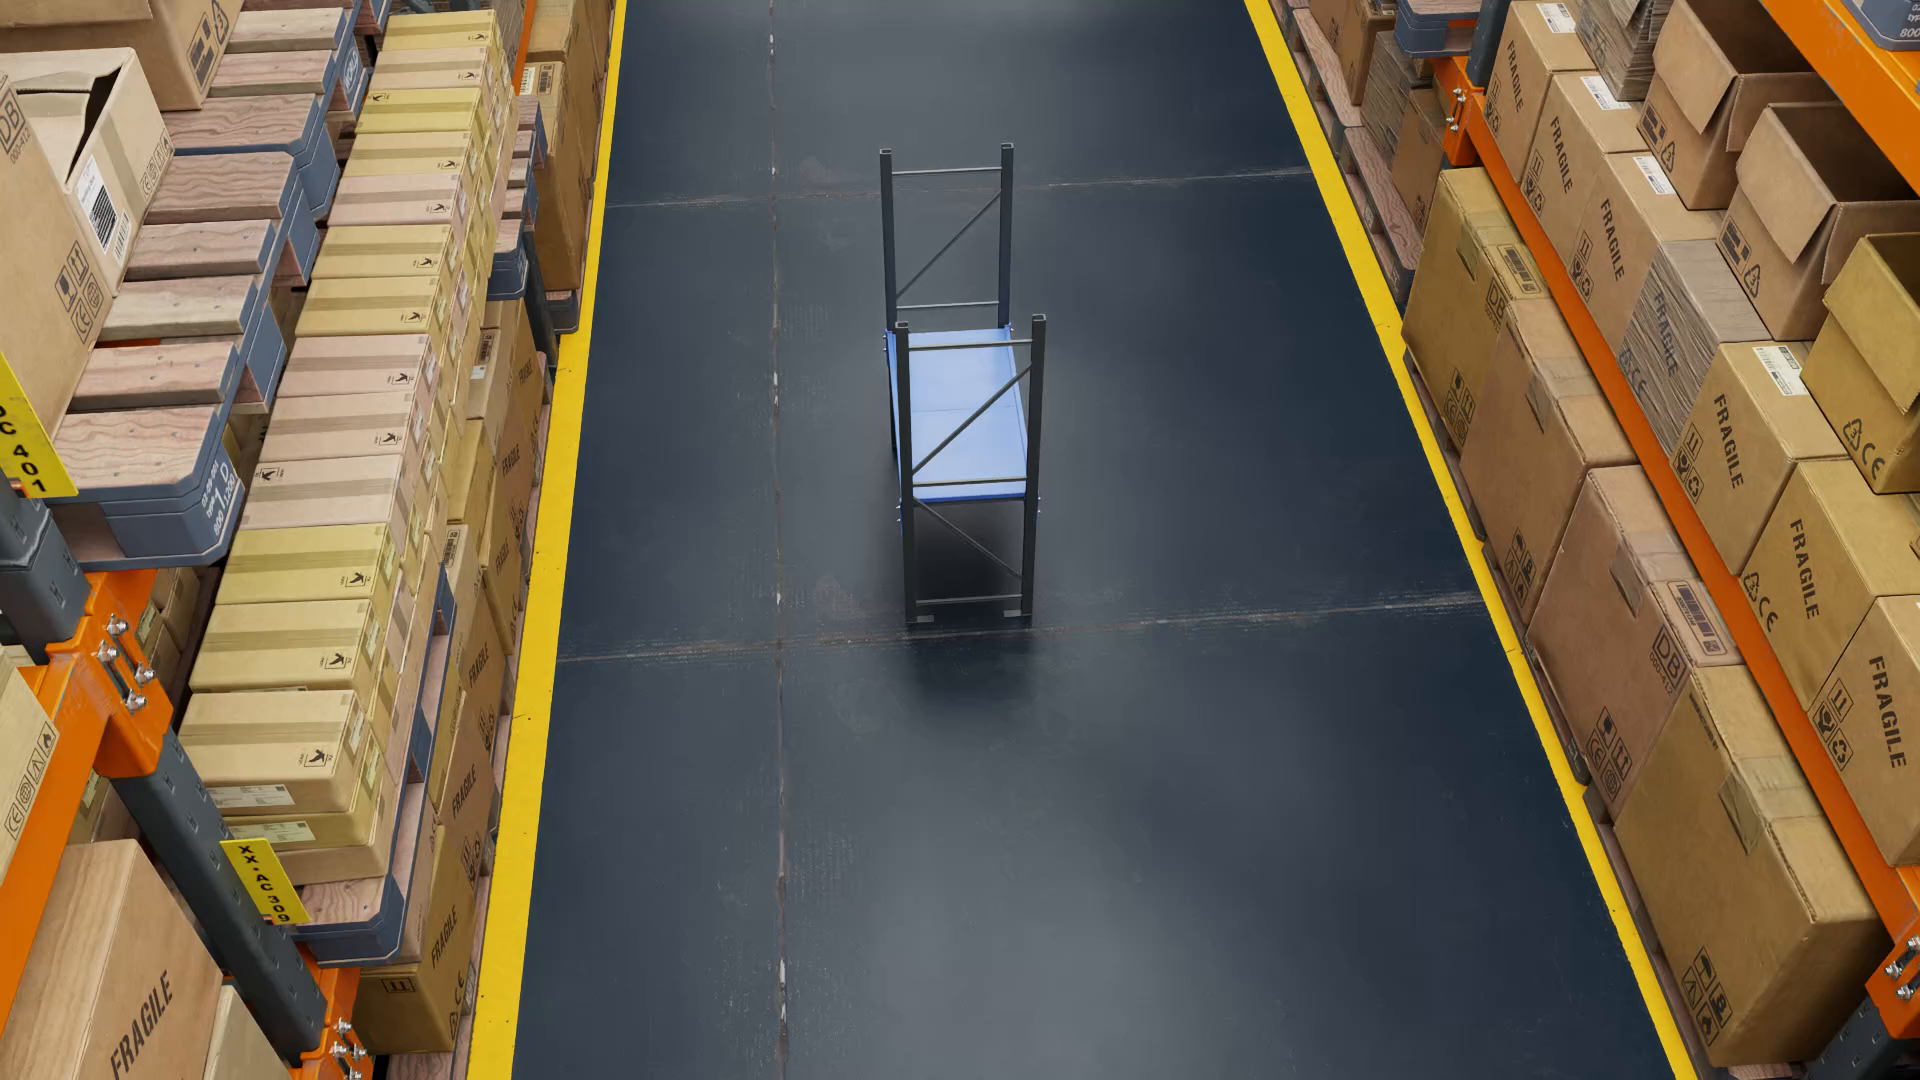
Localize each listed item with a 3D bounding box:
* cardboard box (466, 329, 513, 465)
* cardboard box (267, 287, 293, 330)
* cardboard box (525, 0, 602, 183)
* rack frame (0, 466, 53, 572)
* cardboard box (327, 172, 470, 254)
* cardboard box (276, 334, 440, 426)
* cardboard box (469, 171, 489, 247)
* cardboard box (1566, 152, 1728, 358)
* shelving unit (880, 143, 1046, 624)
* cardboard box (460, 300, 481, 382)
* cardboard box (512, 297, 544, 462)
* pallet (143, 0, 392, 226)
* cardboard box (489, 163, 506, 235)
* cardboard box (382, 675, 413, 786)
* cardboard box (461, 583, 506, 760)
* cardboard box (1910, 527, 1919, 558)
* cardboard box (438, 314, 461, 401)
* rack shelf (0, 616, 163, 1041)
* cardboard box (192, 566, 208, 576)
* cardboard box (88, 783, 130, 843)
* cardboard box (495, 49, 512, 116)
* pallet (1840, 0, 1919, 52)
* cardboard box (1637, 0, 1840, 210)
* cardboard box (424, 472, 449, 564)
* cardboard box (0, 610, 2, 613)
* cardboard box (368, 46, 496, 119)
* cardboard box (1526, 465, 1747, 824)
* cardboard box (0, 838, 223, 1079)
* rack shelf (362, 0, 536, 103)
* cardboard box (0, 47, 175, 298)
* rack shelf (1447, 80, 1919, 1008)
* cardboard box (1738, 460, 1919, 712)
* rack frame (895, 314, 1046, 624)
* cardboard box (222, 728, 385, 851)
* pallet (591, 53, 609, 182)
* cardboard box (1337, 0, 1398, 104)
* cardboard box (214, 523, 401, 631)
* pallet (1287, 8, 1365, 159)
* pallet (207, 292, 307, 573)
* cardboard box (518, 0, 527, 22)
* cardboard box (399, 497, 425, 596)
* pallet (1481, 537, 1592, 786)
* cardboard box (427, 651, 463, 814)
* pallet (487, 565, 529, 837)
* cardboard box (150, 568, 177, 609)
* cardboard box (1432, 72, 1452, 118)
[{"bbox_3d":[-1.980,-0.528,6.236,0.500,0.250,0.500,-3,47,-3],"label":"cardboard box"},{"bbox_3d":[-2.421,-0.774,5.437,0.380,0.149,0.250,-2,47,-2],"label":"cardboard box"},{"bbox_3d":[-2.389,-2.278,8.238,1.050,0.750,0.750,-3,47,-3],"label":"cardboard box"},{"bbox_3d":[-2.016,-0.997,1.633,1.000,3.000,0.127,-3,47,-3],"label":"rack frame"},{"bbox_3d":[-1.772,-1.025,5.266,0.380,0.149,0.250,-3,47,-3],"label":"cardboard box"},{"bbox_3d":[-1.700,-0.445,4.716,0.380,0.149,0.250,-2,47,-2],"label":"cardboard box"},{"bbox_3d":[-1.787,-1.095,5.536,0.380,0.149,0.250,-3,47,-3],"label":"cardboard box"},{"bbox_3d":[2.461,-0.980,5.679,0.500,0.500,0.500,-4,47,-4],"label":"cardboard box"},{"bbox_3d":[-0.007,-0.577,6.400,0.538,1.500,1.048,-3,47,-3],"label":"shelving unit"},{"bbox_3d":[-1.750,-0.629,5.300,0.380,0.149,0.250,-2,47,-2],"label":"cardboard box"},{"bbox_3d":[-2.036,-0.653,6.872,0.500,0.500,0.500,-4,47,-3],"label":"cardboard box"},{"bbox_3d":[-2.052,-1.105,3.930,1.213,0.211,1.003,-3,47,-3],"label":"pallet"},{"bbox_3d":[-1.811,-1.192,5.833,0.380,0.149,0.250,-3,47,-3],"label":"cardboard box"},{"bbox_3d":[-1.620,0.494,4.236,0.380,0.149,0.250,-3,47,-3],"label":"cardboard box"},{"bbox_3d":[-1.917,0.469,5.809,0.500,0.500,0.500,-3,47,-3],"label":"cardboard box"},{"bbox_3d":[2.873,-0.004,4.064,0.797,0.503,0.637,-5,47,-4],"label":"cardboard box"},{"bbox_3d":[-1.724,-0.539,5.010,0.380,0.149,0.250,-4,47,-4],"label":"cardboard box"},{"bbox_3d":[-1.849,1.728,1.613,1.077,0.370,4.000,-3,47,-3],"label":"rack shelf"},{"bbox_3d":[-2.338,-0.018,4.722,0.380,0.149,0.250,-5,47,-5],"label":"cardboard box"},{"bbox_3d":[-2.247,0.732,4.011,0.380,0.149,0.250,-4,47,-4],"label":"cardboard box"},{"bbox_3d":[-1.856,-1.659,6.071,0.380,0.149,0.250,-3,47,-2],"label":"cardboard box"},{"bbox_3d":[2.803,-1.752,4.544,1.003,0.211,1.213,-2,47,-1],"label":"pallet"},{"bbox_3d":[2.697,-1.435,5.419,0.797,0.503,0.637,-3,47,-2],"label":"cardboard box"},{"bbox_3d":[-1.679,-0.053,4.754,0.380,0.149,0.250,-5,47,-5],"label":"cardboard box"},{"bbox_3d":[-2.288,0.143,4.159,0.380,0.149,0.250,-5,47,-5],"label":"cardboard box"},{"bbox_3d":[-1.835,-1.583,5.793,0.380,0.149,0.250,-4,47,-4],"label":"cardboard box"},{"bbox_3d":[2.785,0.315,5.696,1.225,0.875,0.875,-5,47,-5],"label":"cardboard box"},{"bbox_3d":[-1.708,0.909,2.998,0.500,0.500,0.500,-5,47,-5],"label":"cardboard box"},{"bbox_3d":[-2.519,-3.028,8.184,1.077,0.370,4.000,-3,47,-3],"label":"rack shelf"},{"bbox_3d":[-1.881,-0.729,3.217,0.500,0.311,0.500,-4,47,-4],"label":"cardboard box"},{"bbox_3d":[2.767,-0.362,5.659,1.077,0.370,4.000,-3,47,-3],"label":"rack shelf"},{"bbox_3d":[2.589,0.123,4.636,0.500,0.500,0.500,-2,47,-2],"label":"cardboard box"},{"bbox_3d":[0.035,-0.210,6.052,0.500,1.500,0.032,-3,47,-3],"label":"rack frame"},{"bbox_3d":[-1.591,0.592,3.939,0.380,0.149,0.250,-3,47,-3],"label":"cardboard box"},{"bbox_3d":[-2.441,-2.325,8.943,1.003,0.211,1.213,-3,47,-3],"label":"pallet"},{"bbox_3d":[2.410,-2.642,8.742,0.700,0.500,0.500,0,47,0],"label":"cardboard box"},{"bbox_3d":[-1.639,0.103,4.197,0.380,0.149,0.250,-3,47,-3],"label":"cardboard box"},{"bbox_3d":[2.437,-2.544,9.151,1.003,0.211,1.213,-3,47,-3],"label":"pallet"},{"bbox_3d":[-2.145,-0.333,5.268,1.003,0.211,1.213,-3,47,-3],"label":"pallet"},{"bbox_3d":[-2.165,-2.572,7.187,0.500,0.500,0.500,-4,47,-4],"label":"cardboard box"},{"bbox_3d":[-1.659,0.030,4.471,0.380,0.149,0.250,-5,47,-5],"label":"cardboard box"},{"bbox_3d":[2.690,0.358,6.402,1.003,0.211,1.213,-3,47,-3],"label":"pallet"},{"bbox_3d":[-1.862,0.587,5.181,0.500,0.250,0.500,-2,47,-2],"label":"cardboard box"},{"bbox_3d":[-2.188,0.576,6.195,1.003,0.211,1.213,-3,47,-3],"label":"pallet"},{"bbox_3d":[-2.315,0.062,4.441,0.380,0.149,0.250,-5,47,-5],"label":"cardboard box"},{"bbox_3d":[2.514,-2.089,7.702,0.500,0.250,0.500,-2,47,-2],"label":"cardboard box"}]
